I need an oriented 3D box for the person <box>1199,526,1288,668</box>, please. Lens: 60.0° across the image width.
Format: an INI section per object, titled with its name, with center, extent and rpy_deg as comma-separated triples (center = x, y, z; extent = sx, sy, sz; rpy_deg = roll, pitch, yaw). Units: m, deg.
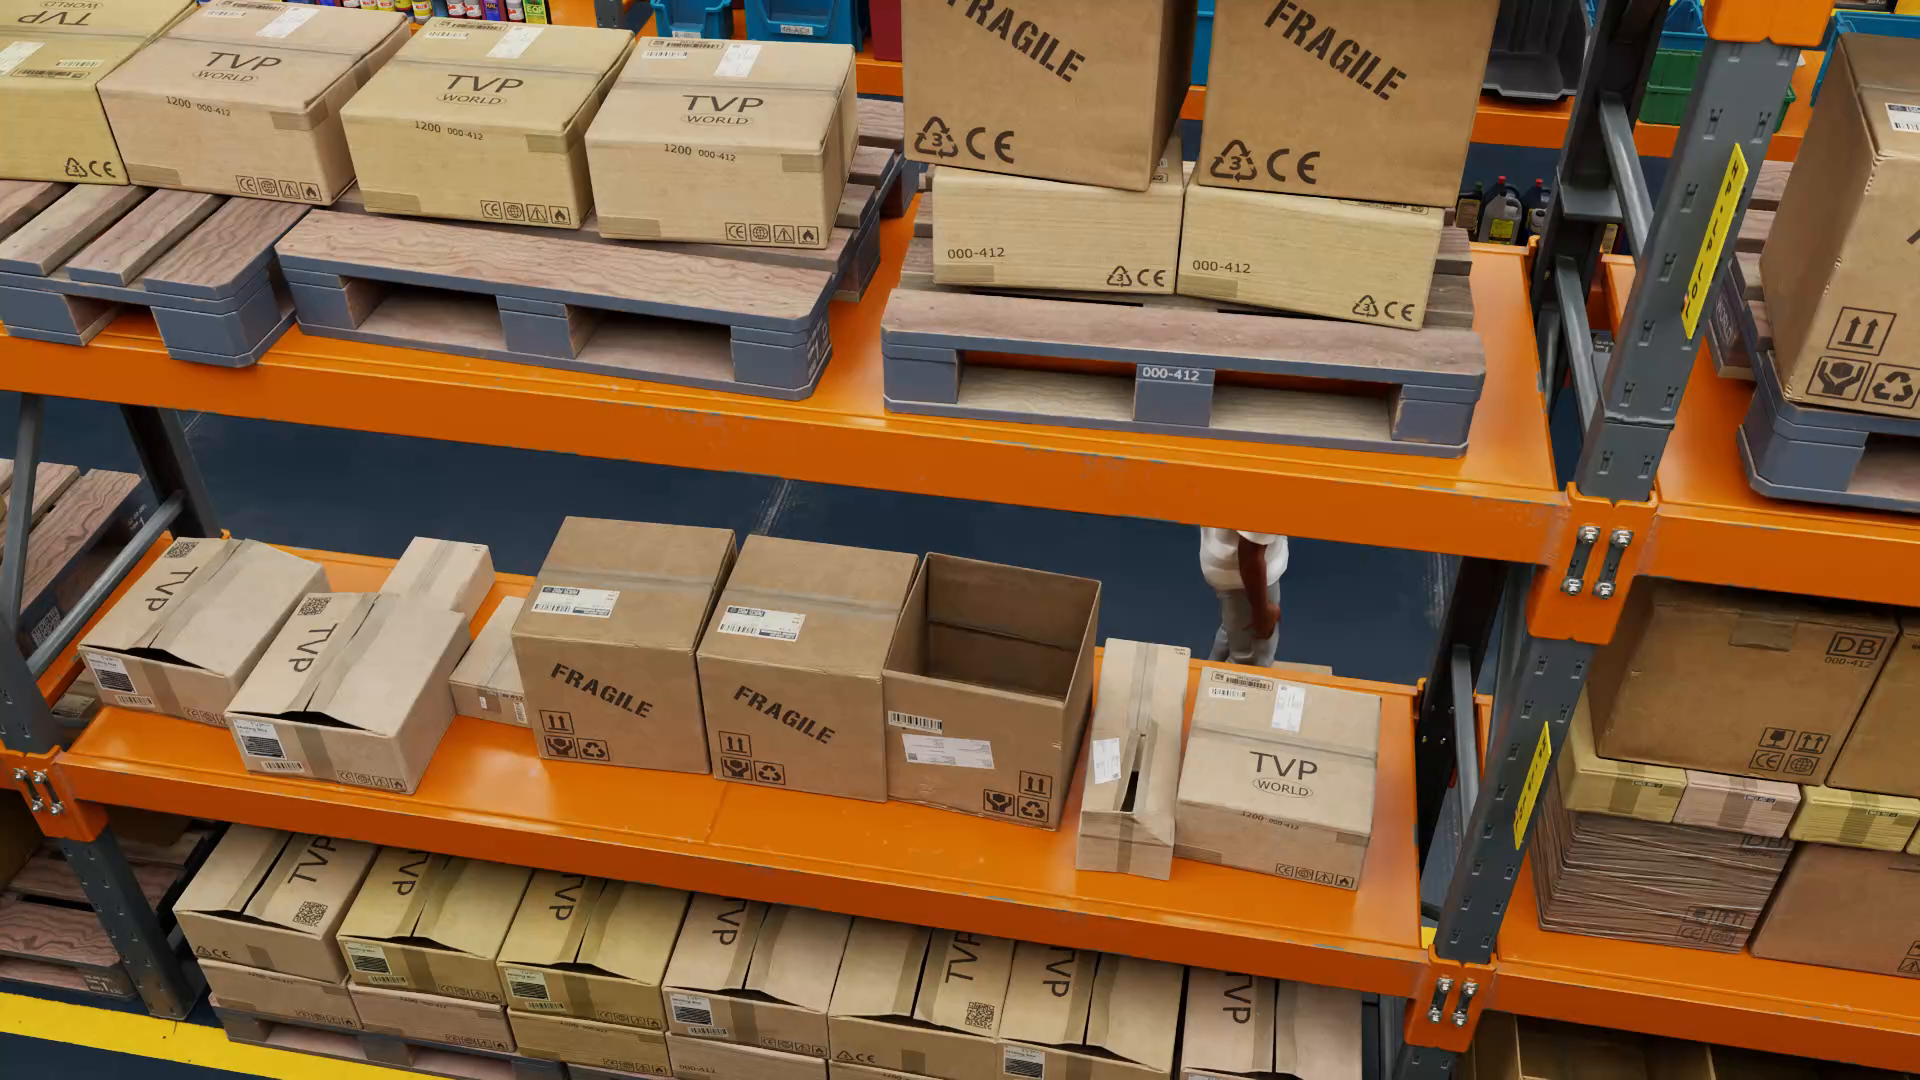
[person]
center = 1.093, 0.065, 6.067
extent = 0.462, 1.759, 0.622
rpy_deg = 5, 41, 6
